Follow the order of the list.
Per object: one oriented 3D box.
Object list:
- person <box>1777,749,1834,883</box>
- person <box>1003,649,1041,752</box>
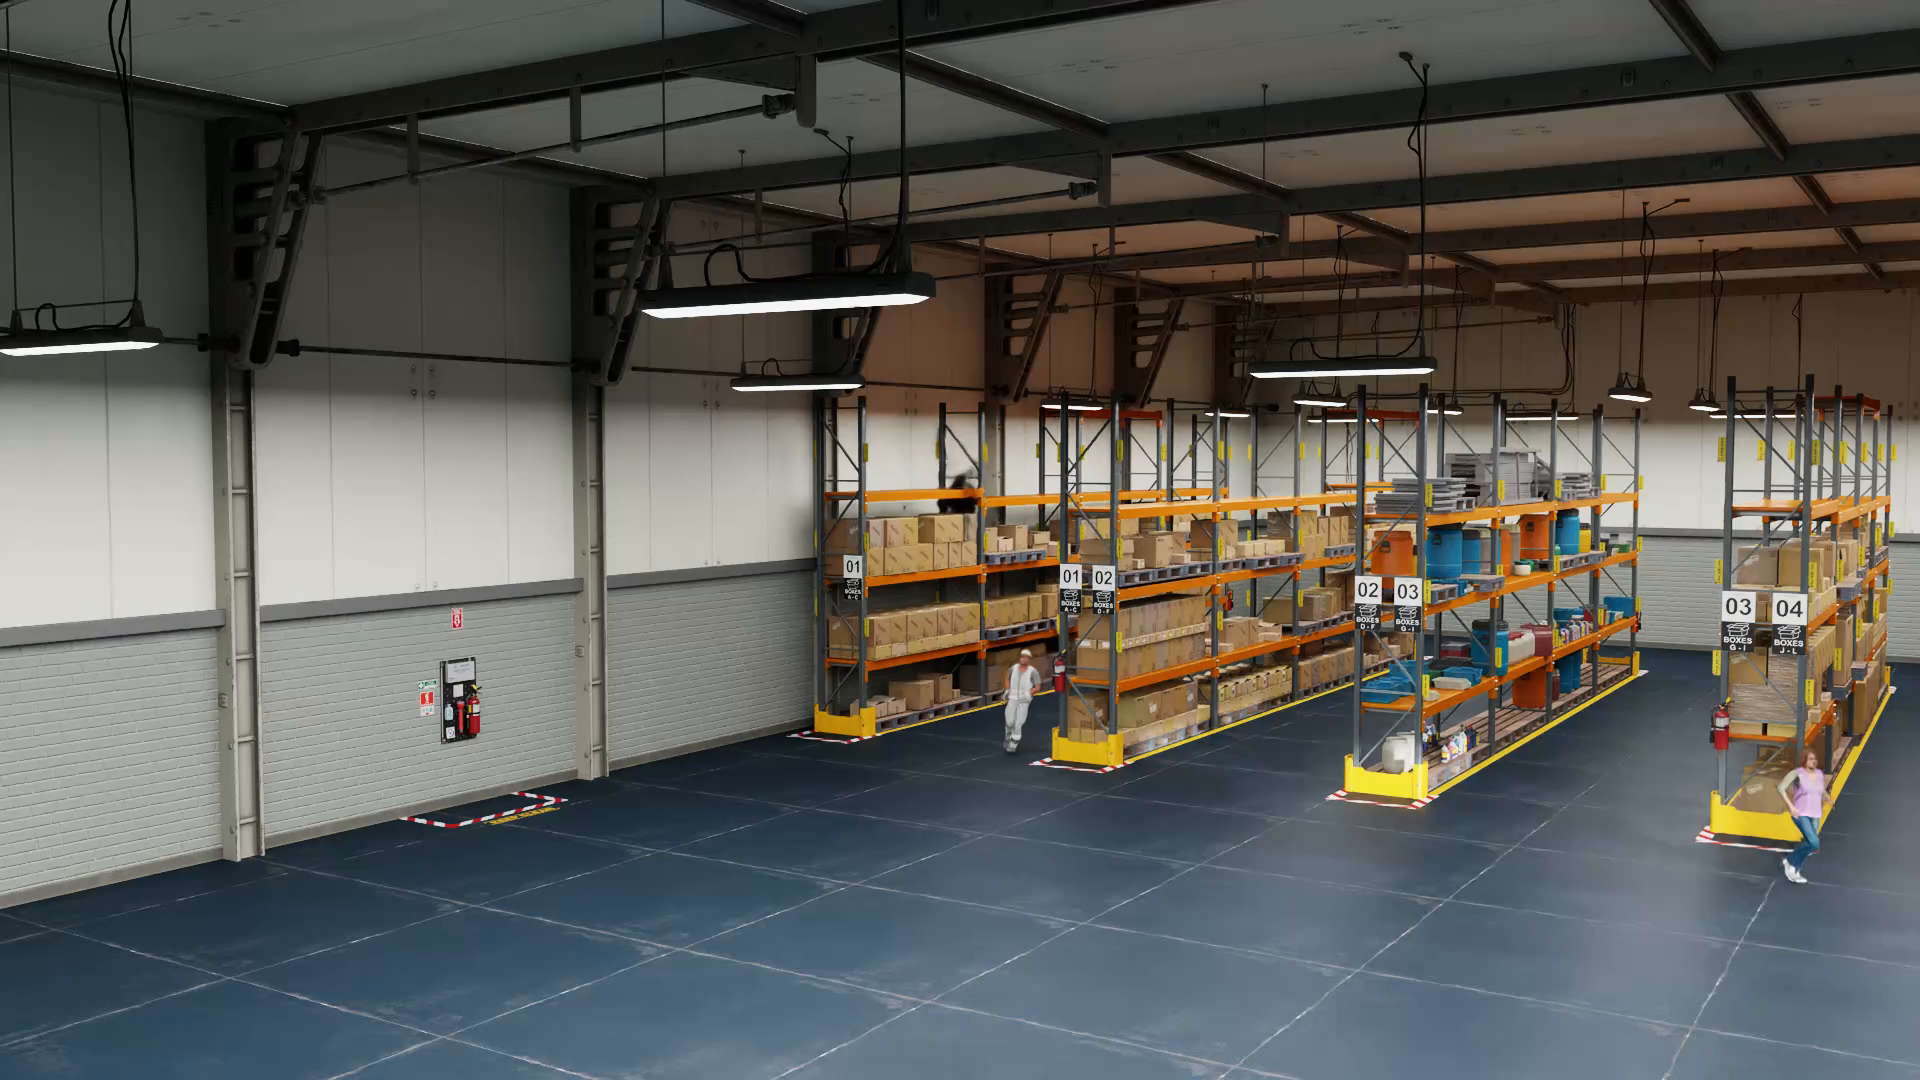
[{"bbox_3d":[9.808,3.247,19.216,0.517,1.477,0.585,-1,3,-13],"label":"person"},{"bbox_3d":[1.010,2.679,27.598,0.656,1.734,0.546,1,3,12],"label":"person"}]
